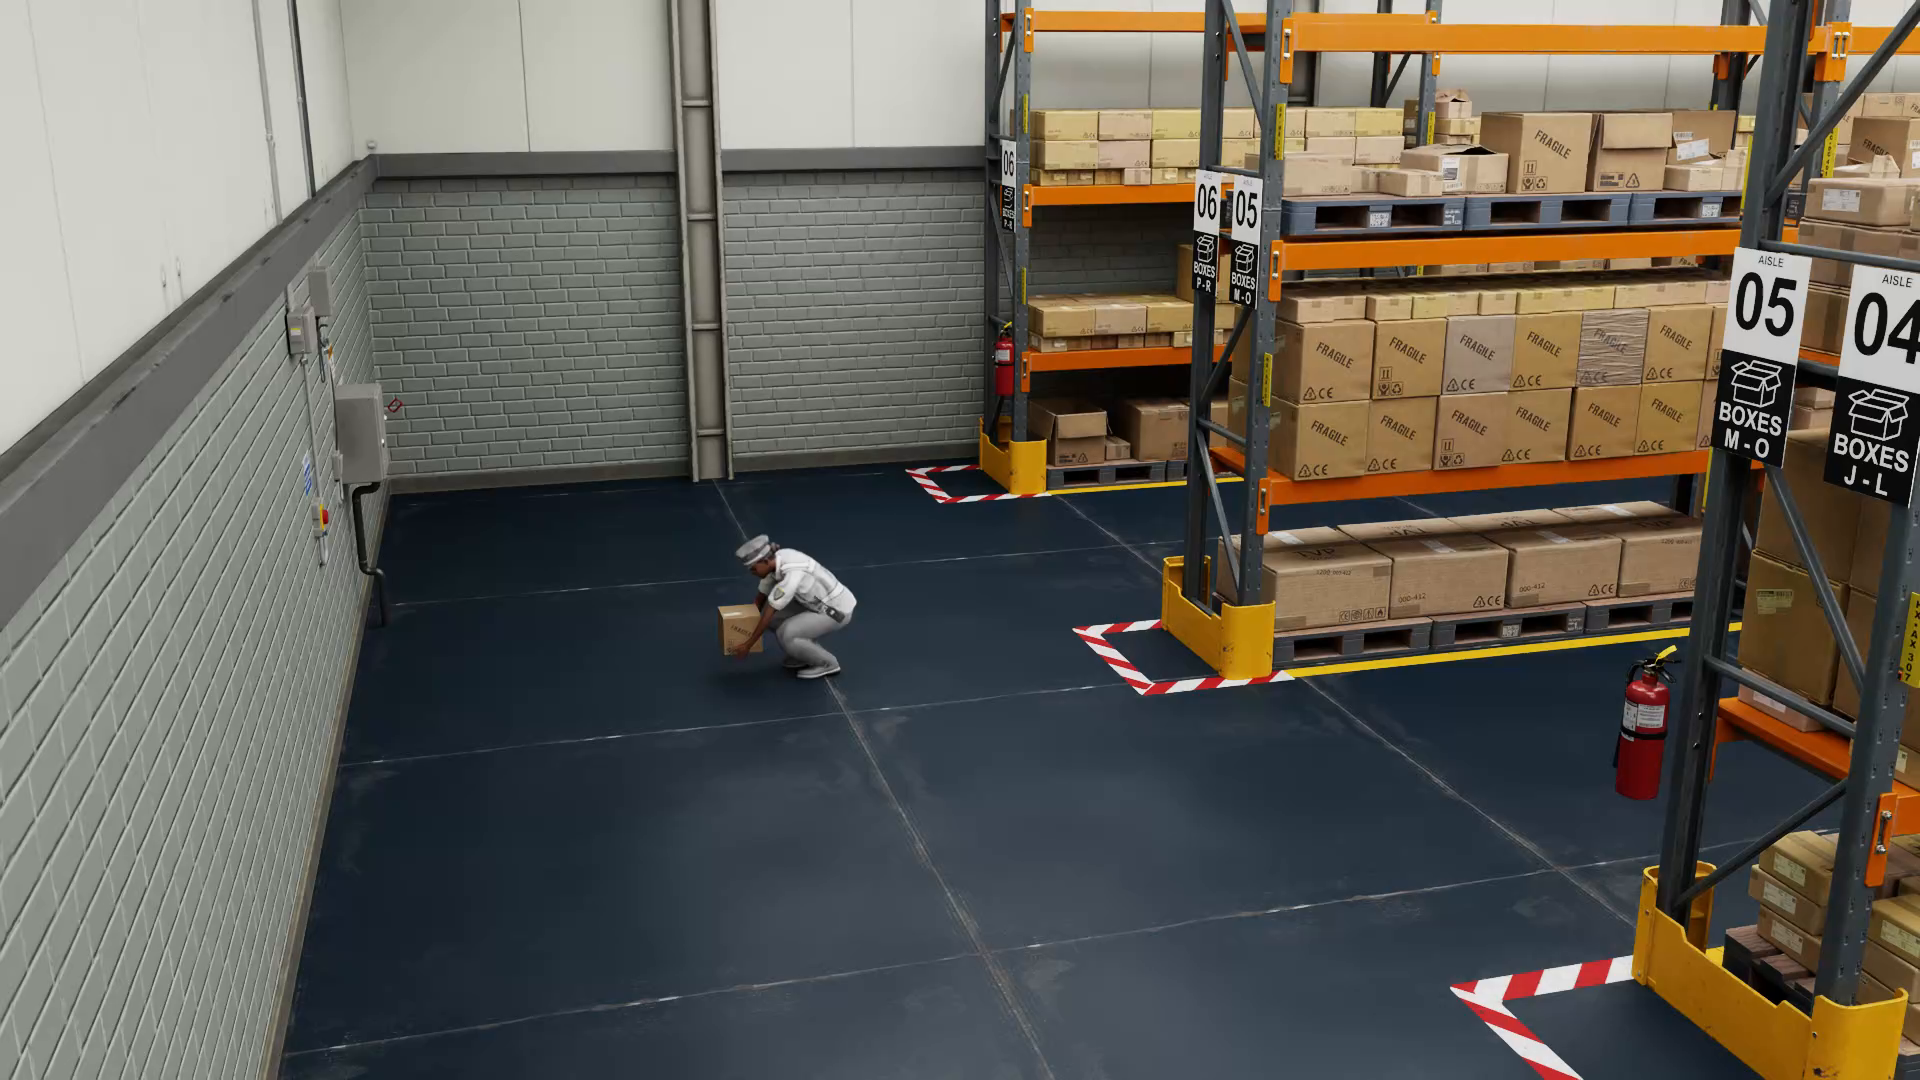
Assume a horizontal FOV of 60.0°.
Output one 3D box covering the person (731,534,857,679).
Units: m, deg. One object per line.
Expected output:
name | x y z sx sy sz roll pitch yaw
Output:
person | -1.103 0.415 10.874 0.854 0.972 0.458 -5 17 -16
